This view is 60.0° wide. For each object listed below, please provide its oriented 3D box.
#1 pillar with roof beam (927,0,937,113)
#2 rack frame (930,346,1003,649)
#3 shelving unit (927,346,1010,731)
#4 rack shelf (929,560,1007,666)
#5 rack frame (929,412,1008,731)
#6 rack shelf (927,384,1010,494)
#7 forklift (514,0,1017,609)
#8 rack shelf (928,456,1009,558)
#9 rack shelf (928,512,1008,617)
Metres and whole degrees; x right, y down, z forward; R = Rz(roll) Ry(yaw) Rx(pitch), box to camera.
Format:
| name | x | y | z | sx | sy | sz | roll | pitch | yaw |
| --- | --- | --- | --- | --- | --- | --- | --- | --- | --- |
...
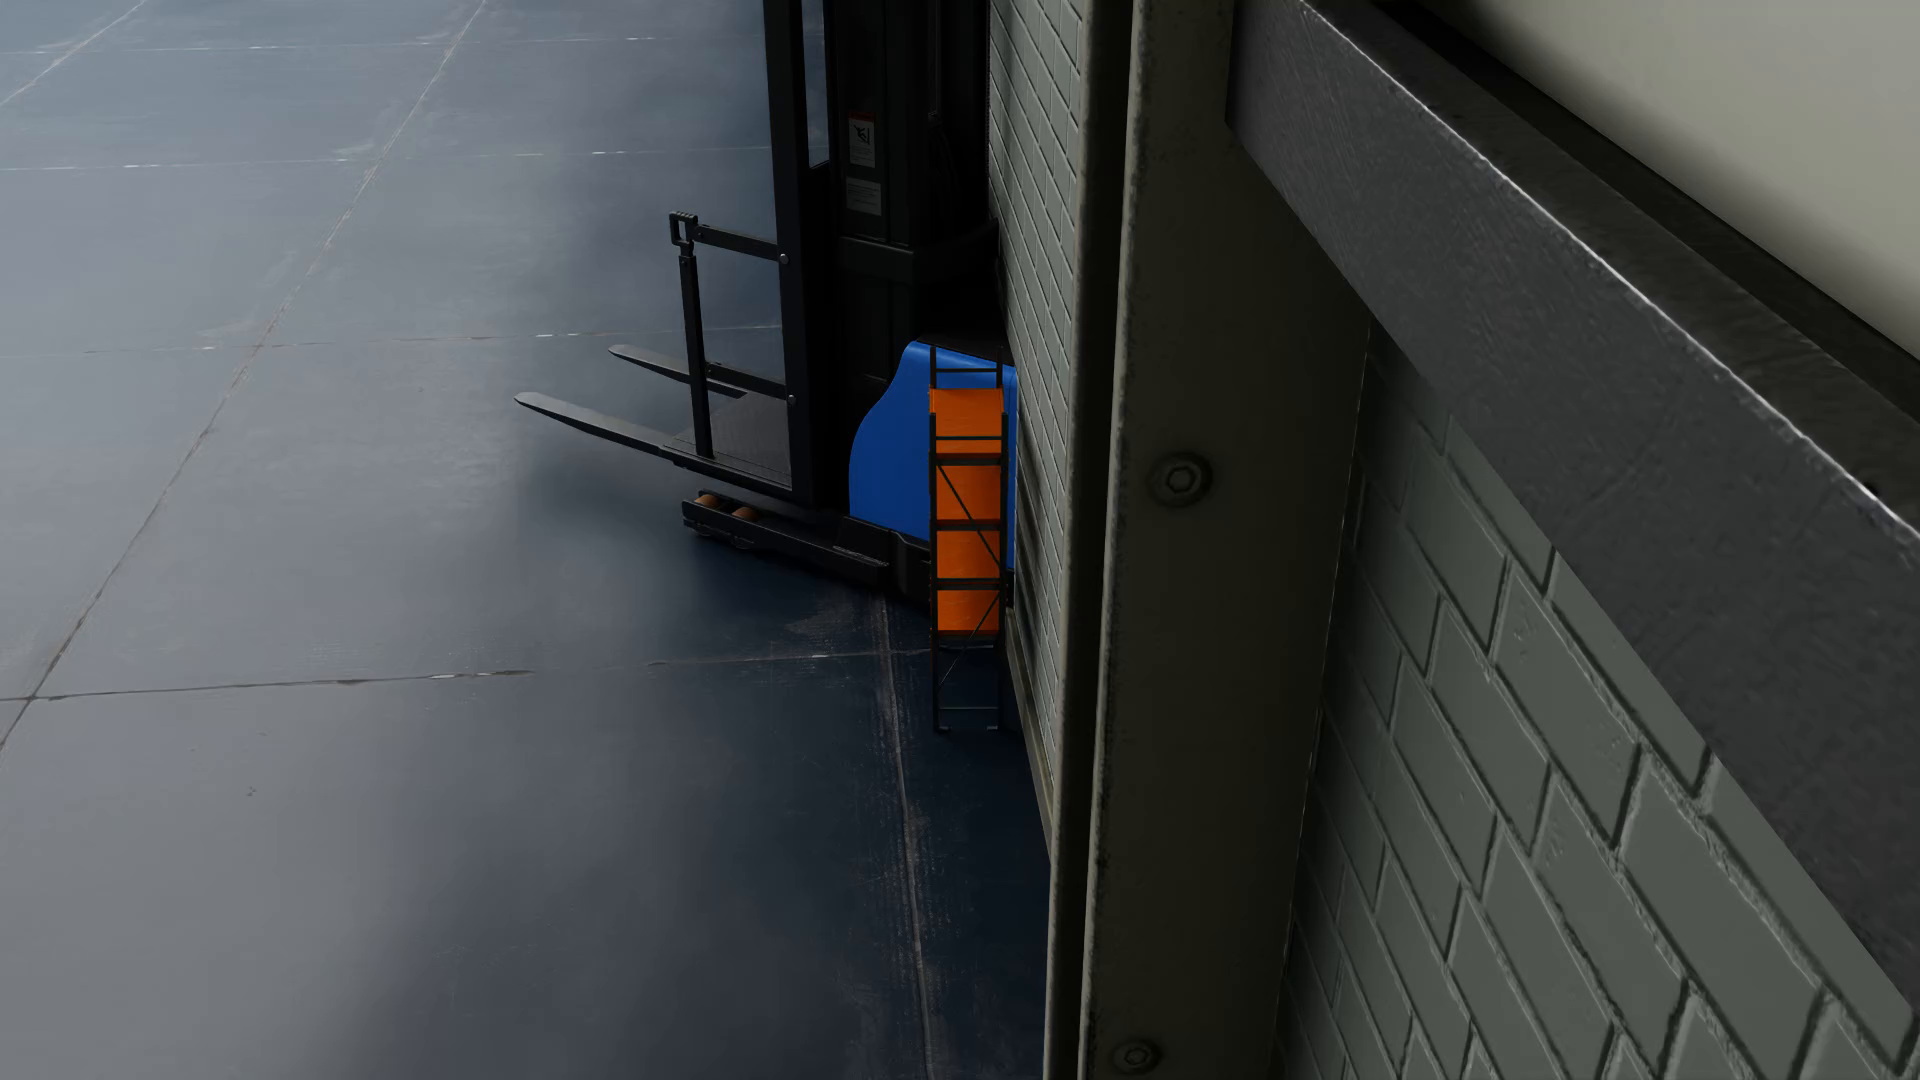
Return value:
| name | x | y | z | sx | sy | sz | roll | pitch | yaw |
| --- | --- | --- | --- | --- | --- | --- | --- | --- | --- |
| pillar with roof beam | -4.515 | -4.794 | 6.001 | 9.100 | 9.000 | 0.400 | -3 | 31 | -5 |
| rack frame | 0.021 | -0.119 | 5.780 | 0.240 | 1.200 | 0.015 | 0 | 31 | -1 |
| shelving unit | 0.024 | 0.006 | 5.570 | 0.258 | 1.200 | 0.503 | 0 | 31 | -1 |
| rack shelf | 0.024 | 0.234 | 5.707 | 0.258 | 0.148 | 0.480 | 0 | 31 | -1 |
| rack frame | 0.027 | 0.131 | 5.361 | 0.240 | 1.200 | 0.015 | 0 | 31 | -1 |
| rack shelf | 0.024 | -0.332 | 5.369 | 0.258 | 0.148 | 0.480 | 0 | 31 | -1 |
| forklift | -0.526 | -1.429 | 6.284 | 3.031 | 2.935 | 1.130 | 18 | 35 | 27 |
| rack shelf | 0.024 | -0.128 | 5.490 | 0.258 | 0.148 | 0.480 | 0 | 31 | -1 |
| rack shelf | 0.024 | 0.064 | 5.605 | 0.258 | 0.148 | 0.480 | 0 | 31 | -1 |
